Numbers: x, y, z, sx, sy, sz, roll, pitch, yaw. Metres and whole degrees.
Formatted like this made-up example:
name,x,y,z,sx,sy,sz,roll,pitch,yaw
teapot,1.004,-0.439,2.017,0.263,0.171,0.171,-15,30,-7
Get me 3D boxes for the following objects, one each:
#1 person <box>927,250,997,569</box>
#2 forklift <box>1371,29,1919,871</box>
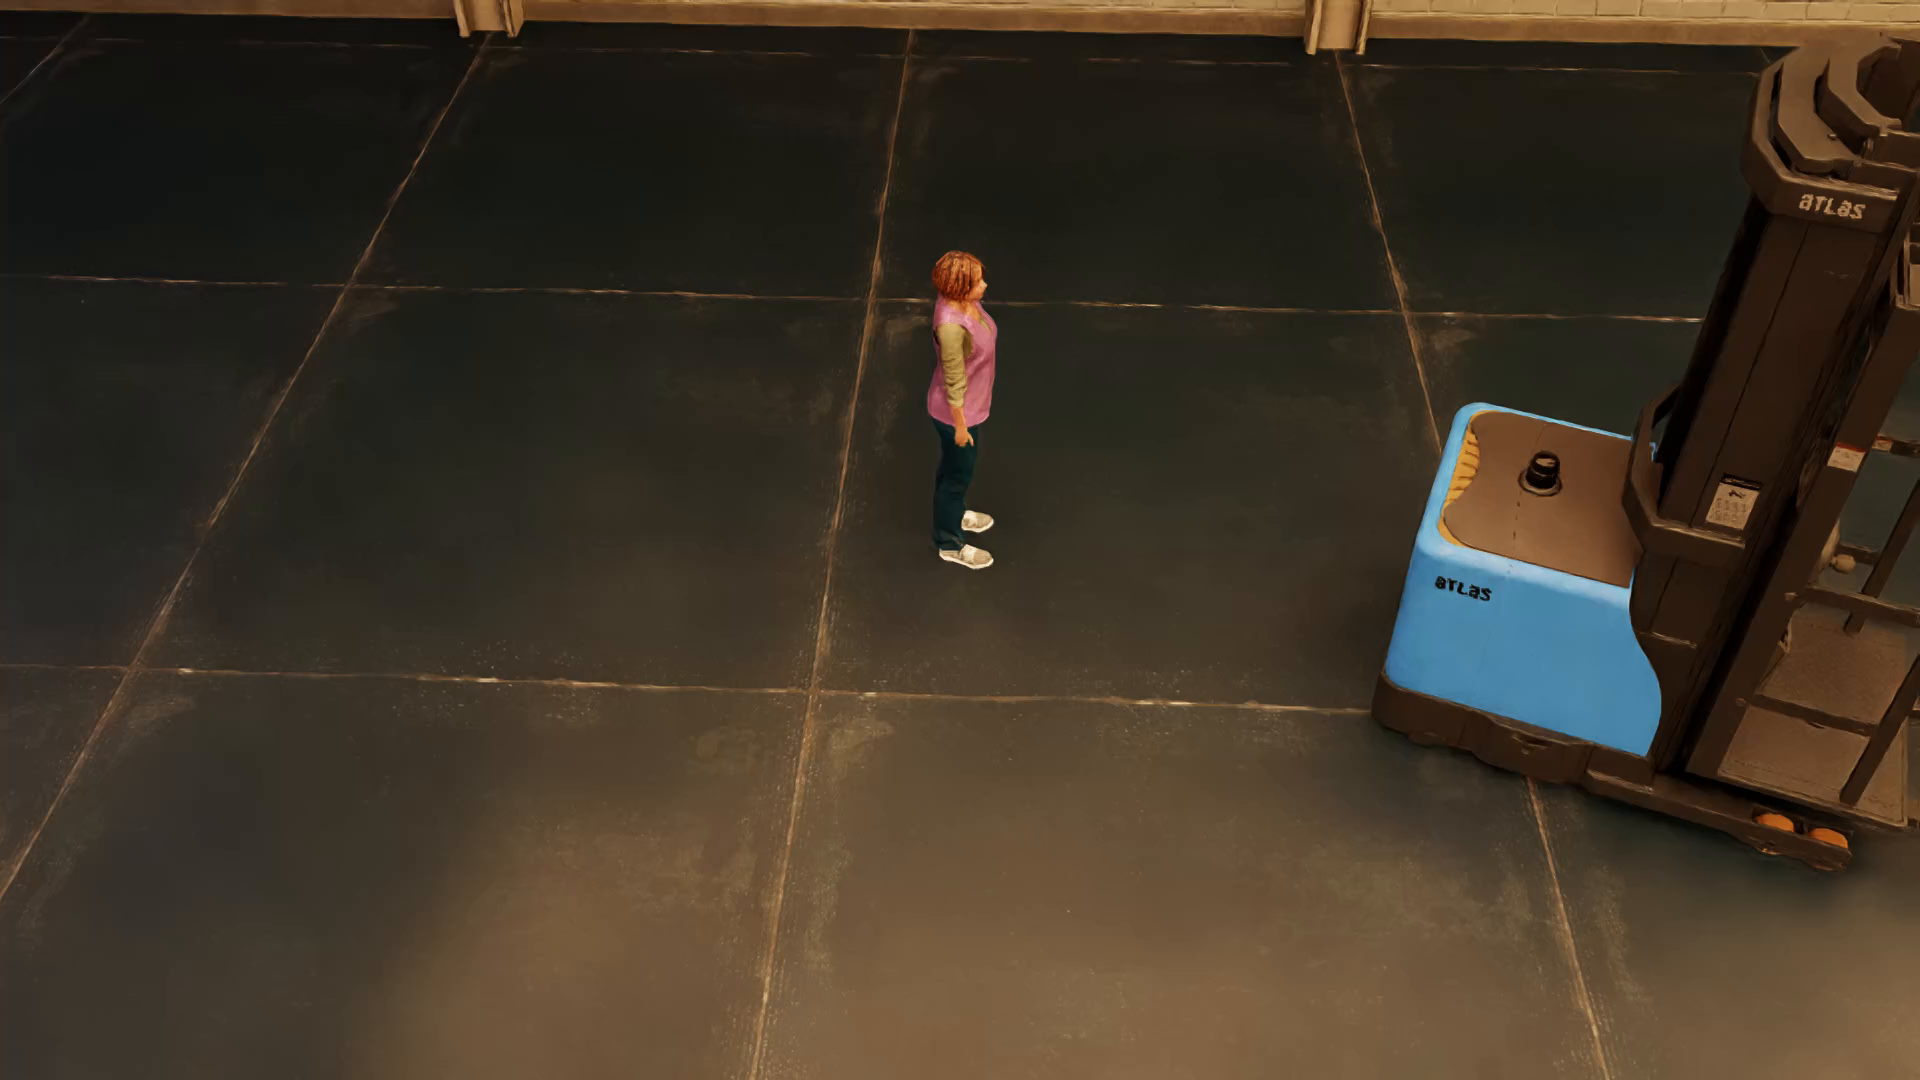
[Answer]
name,x,y,z,sx,sy,sz,roll,pitch,yaw
person,0.009,-0.591,7.377,0.311,1.604,0.405,2,42,2
forklift,3.305,-0.204,5.966,3.031,2.935,1.130,16,45,16
